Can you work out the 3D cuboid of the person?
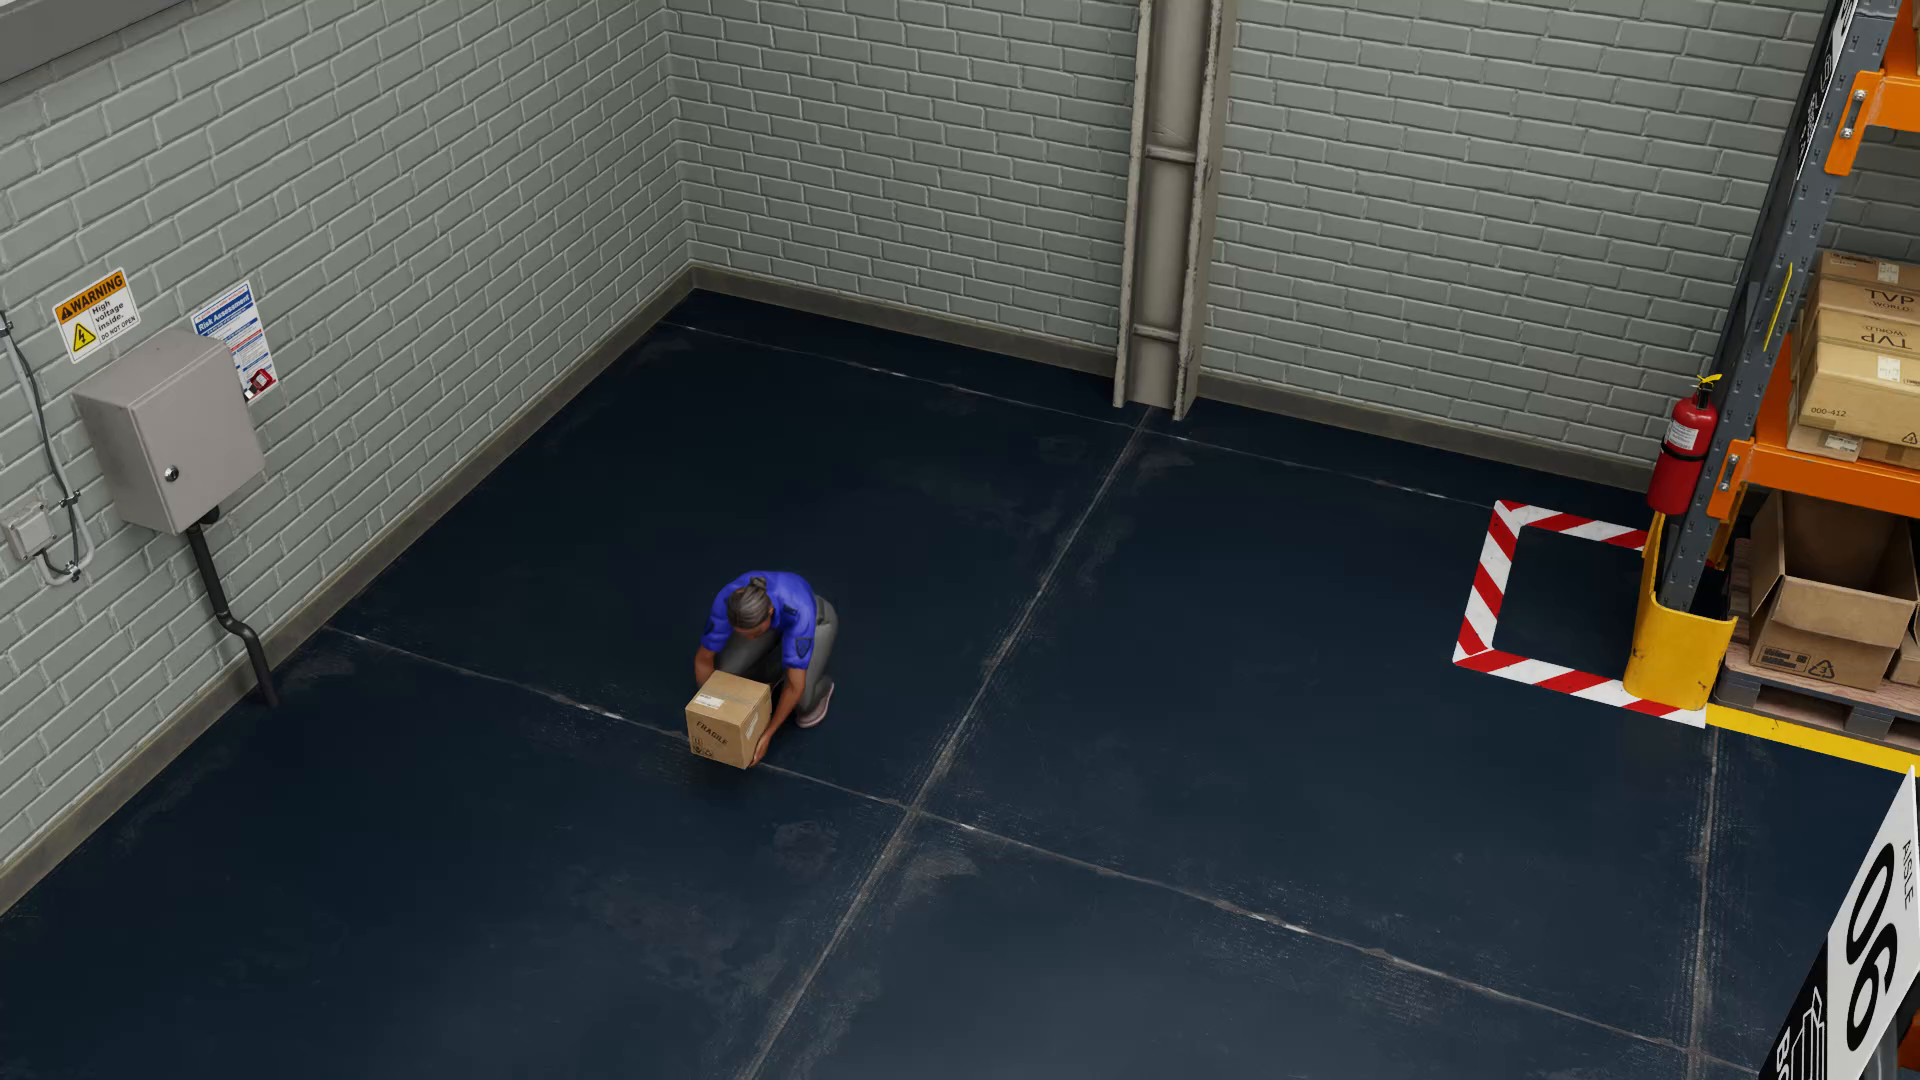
[{"bbox_3d":[-0.792,0.434,6.877,0.503,0.919,0.827,14,40,18],"label":"person"}]
